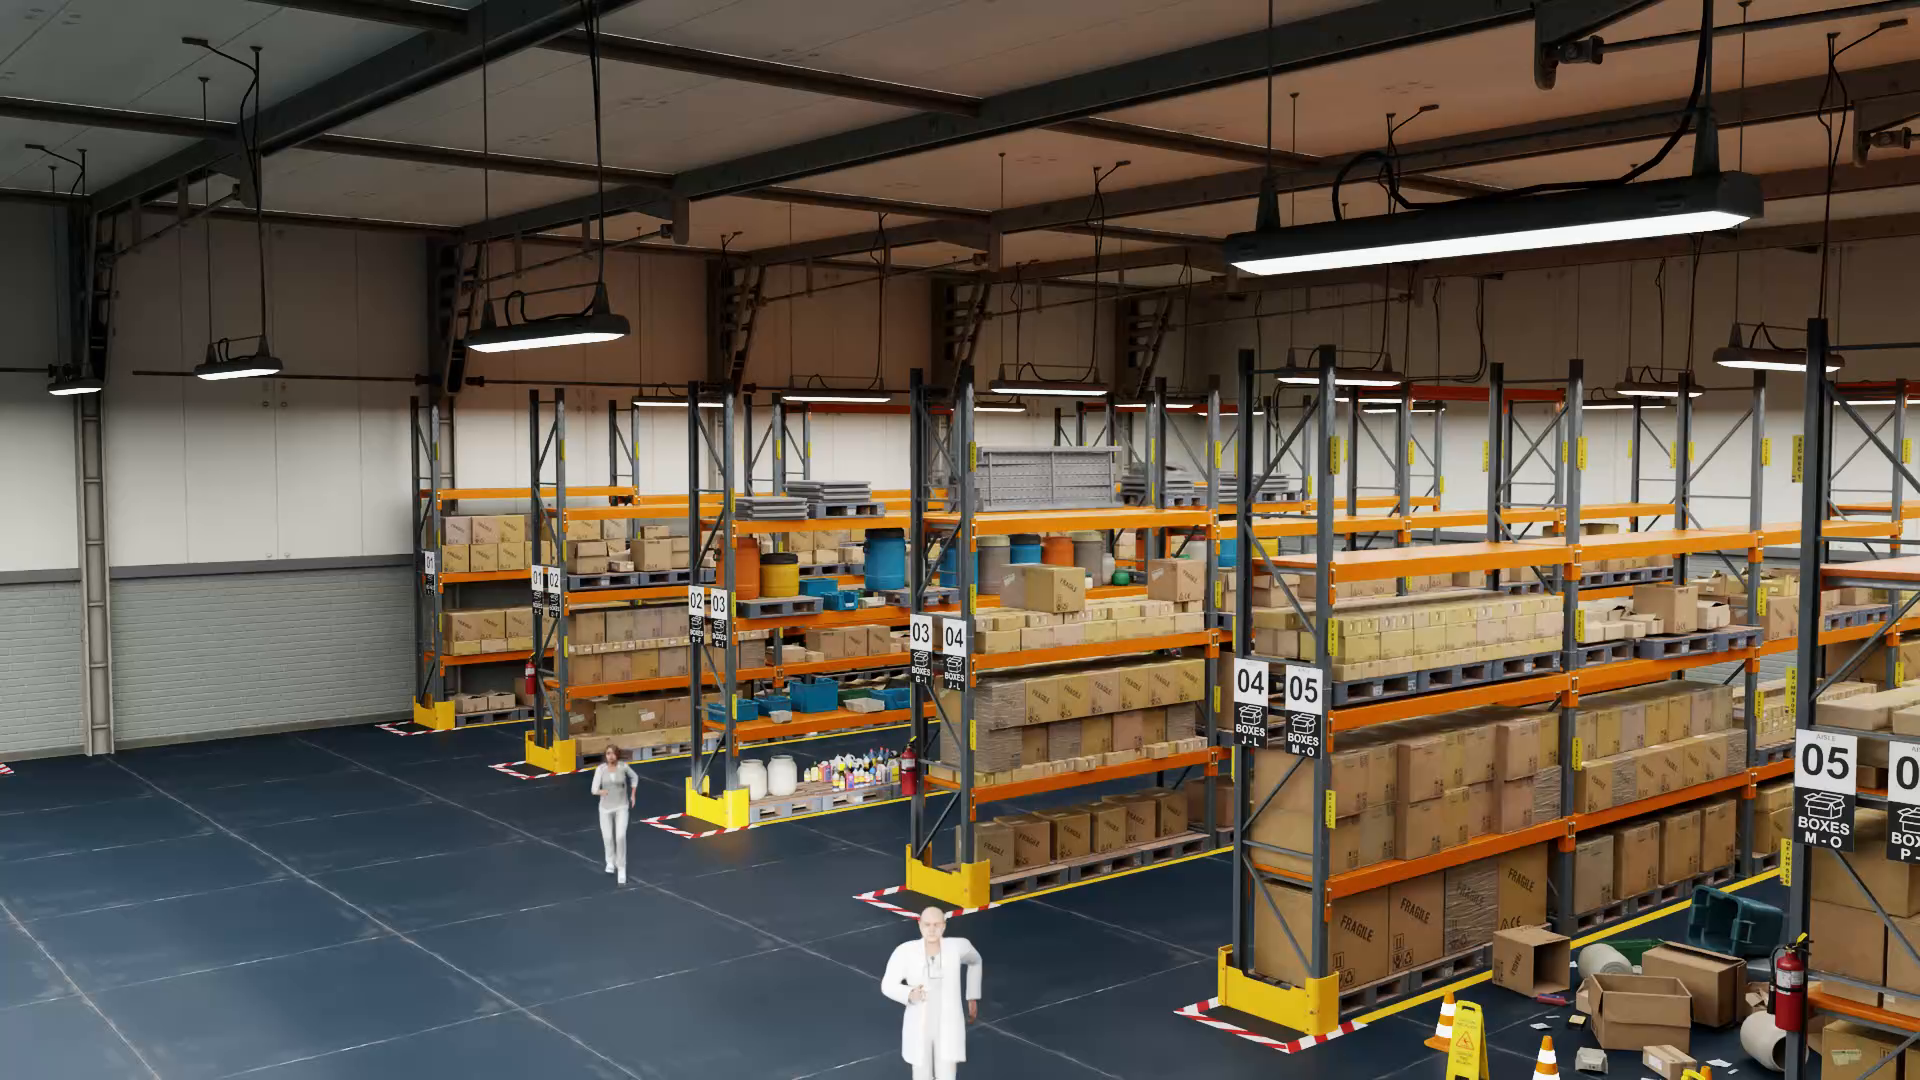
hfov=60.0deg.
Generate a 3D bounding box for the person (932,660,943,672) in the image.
[{"bbox_3d":[-0.249,2.379,27.424,0.653,1.791,0.657,-3,4,-41],"label":"person"}]

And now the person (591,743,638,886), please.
[{"bbox_3d":[-4.065,3.206,19.555,0.507,1.638,0.727,0,3,-4],"label":"person"}]

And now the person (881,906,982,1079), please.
[{"bbox_3d":[-0.203,3.553,12.037,0.705,1.846,0.898,0,3,3],"label":"person"}]
